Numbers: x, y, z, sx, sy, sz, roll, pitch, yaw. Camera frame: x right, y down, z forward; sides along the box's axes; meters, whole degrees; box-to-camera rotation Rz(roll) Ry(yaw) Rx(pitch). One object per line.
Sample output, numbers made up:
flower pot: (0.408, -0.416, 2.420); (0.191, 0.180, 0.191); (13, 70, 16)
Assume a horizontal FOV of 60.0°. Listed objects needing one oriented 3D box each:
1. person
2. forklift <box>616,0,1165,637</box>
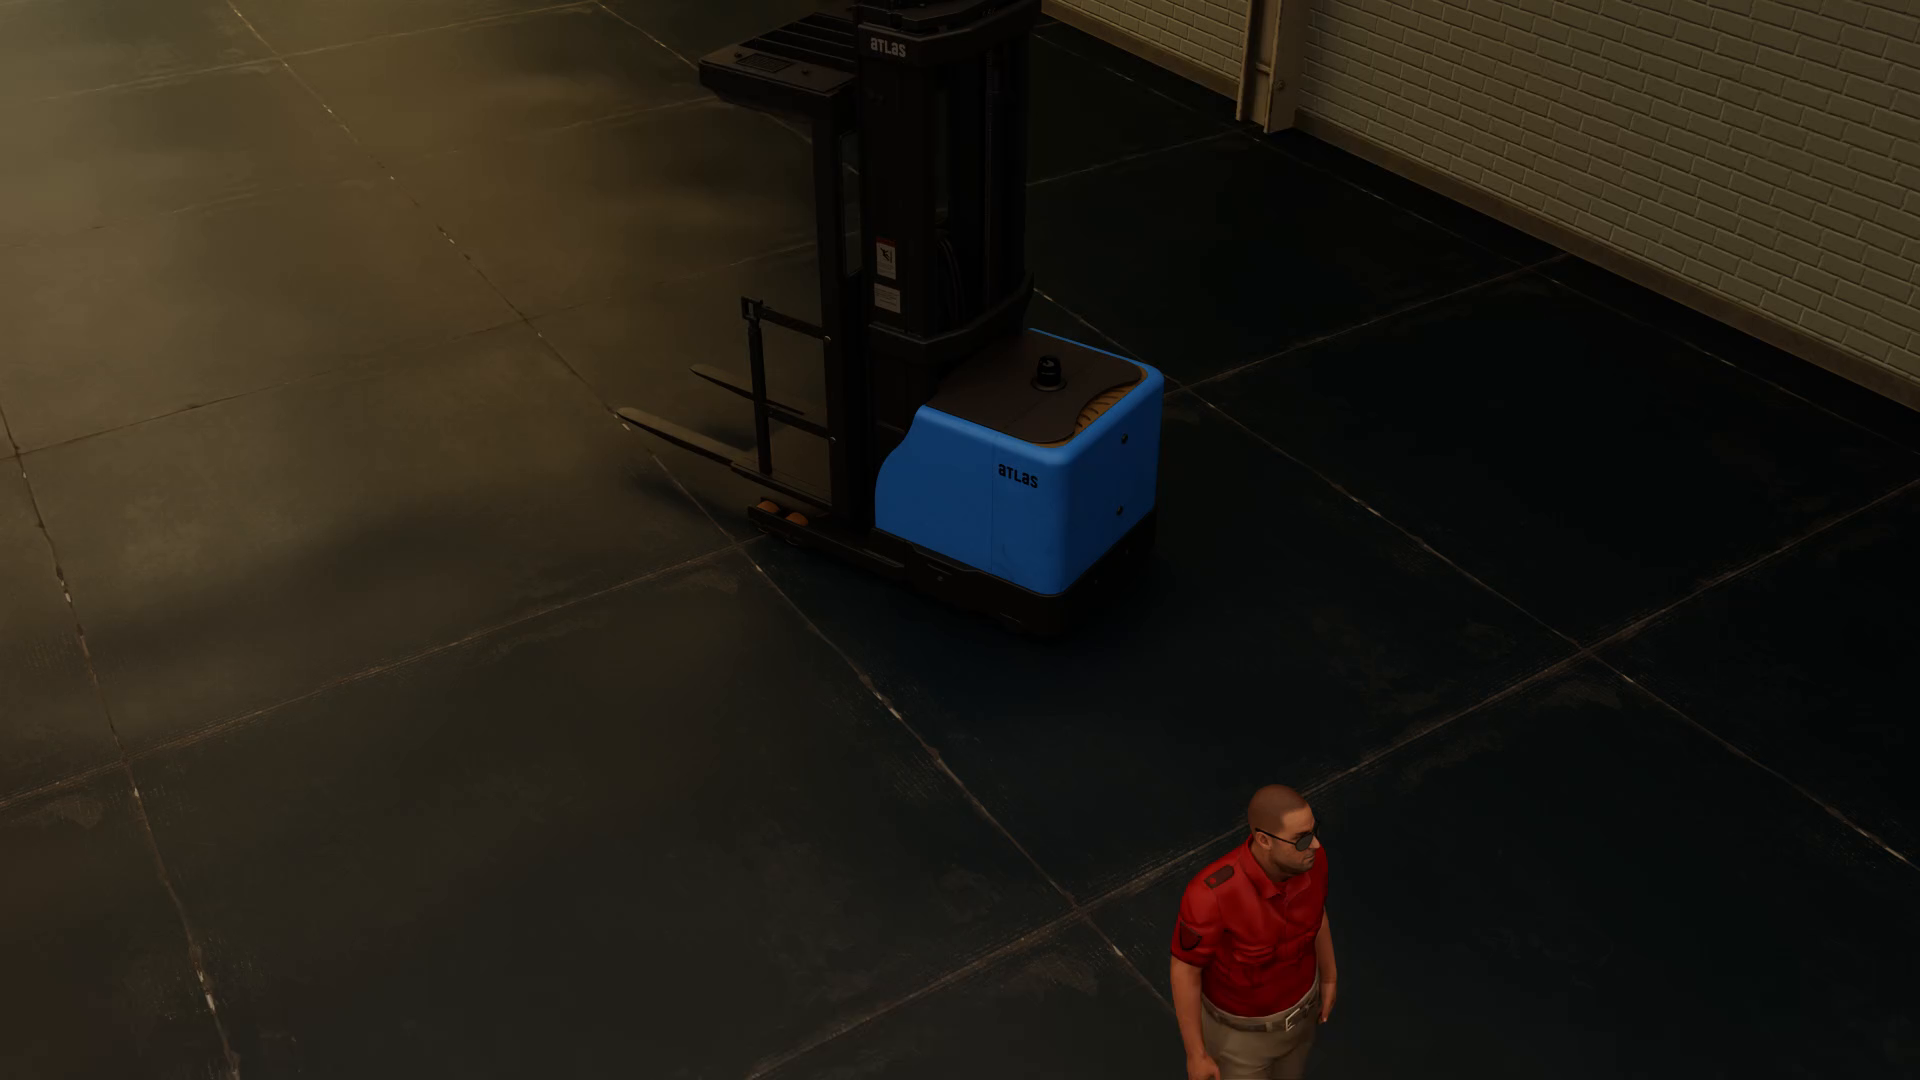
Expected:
person: (0.956, 1.503, 5.042); (0.641, 1.727, 0.551); (-23, 41, -29)
forklift: (-0.500, -1.399, 8.138); (3.031, 2.935, 1.130); (22, 41, 28)
